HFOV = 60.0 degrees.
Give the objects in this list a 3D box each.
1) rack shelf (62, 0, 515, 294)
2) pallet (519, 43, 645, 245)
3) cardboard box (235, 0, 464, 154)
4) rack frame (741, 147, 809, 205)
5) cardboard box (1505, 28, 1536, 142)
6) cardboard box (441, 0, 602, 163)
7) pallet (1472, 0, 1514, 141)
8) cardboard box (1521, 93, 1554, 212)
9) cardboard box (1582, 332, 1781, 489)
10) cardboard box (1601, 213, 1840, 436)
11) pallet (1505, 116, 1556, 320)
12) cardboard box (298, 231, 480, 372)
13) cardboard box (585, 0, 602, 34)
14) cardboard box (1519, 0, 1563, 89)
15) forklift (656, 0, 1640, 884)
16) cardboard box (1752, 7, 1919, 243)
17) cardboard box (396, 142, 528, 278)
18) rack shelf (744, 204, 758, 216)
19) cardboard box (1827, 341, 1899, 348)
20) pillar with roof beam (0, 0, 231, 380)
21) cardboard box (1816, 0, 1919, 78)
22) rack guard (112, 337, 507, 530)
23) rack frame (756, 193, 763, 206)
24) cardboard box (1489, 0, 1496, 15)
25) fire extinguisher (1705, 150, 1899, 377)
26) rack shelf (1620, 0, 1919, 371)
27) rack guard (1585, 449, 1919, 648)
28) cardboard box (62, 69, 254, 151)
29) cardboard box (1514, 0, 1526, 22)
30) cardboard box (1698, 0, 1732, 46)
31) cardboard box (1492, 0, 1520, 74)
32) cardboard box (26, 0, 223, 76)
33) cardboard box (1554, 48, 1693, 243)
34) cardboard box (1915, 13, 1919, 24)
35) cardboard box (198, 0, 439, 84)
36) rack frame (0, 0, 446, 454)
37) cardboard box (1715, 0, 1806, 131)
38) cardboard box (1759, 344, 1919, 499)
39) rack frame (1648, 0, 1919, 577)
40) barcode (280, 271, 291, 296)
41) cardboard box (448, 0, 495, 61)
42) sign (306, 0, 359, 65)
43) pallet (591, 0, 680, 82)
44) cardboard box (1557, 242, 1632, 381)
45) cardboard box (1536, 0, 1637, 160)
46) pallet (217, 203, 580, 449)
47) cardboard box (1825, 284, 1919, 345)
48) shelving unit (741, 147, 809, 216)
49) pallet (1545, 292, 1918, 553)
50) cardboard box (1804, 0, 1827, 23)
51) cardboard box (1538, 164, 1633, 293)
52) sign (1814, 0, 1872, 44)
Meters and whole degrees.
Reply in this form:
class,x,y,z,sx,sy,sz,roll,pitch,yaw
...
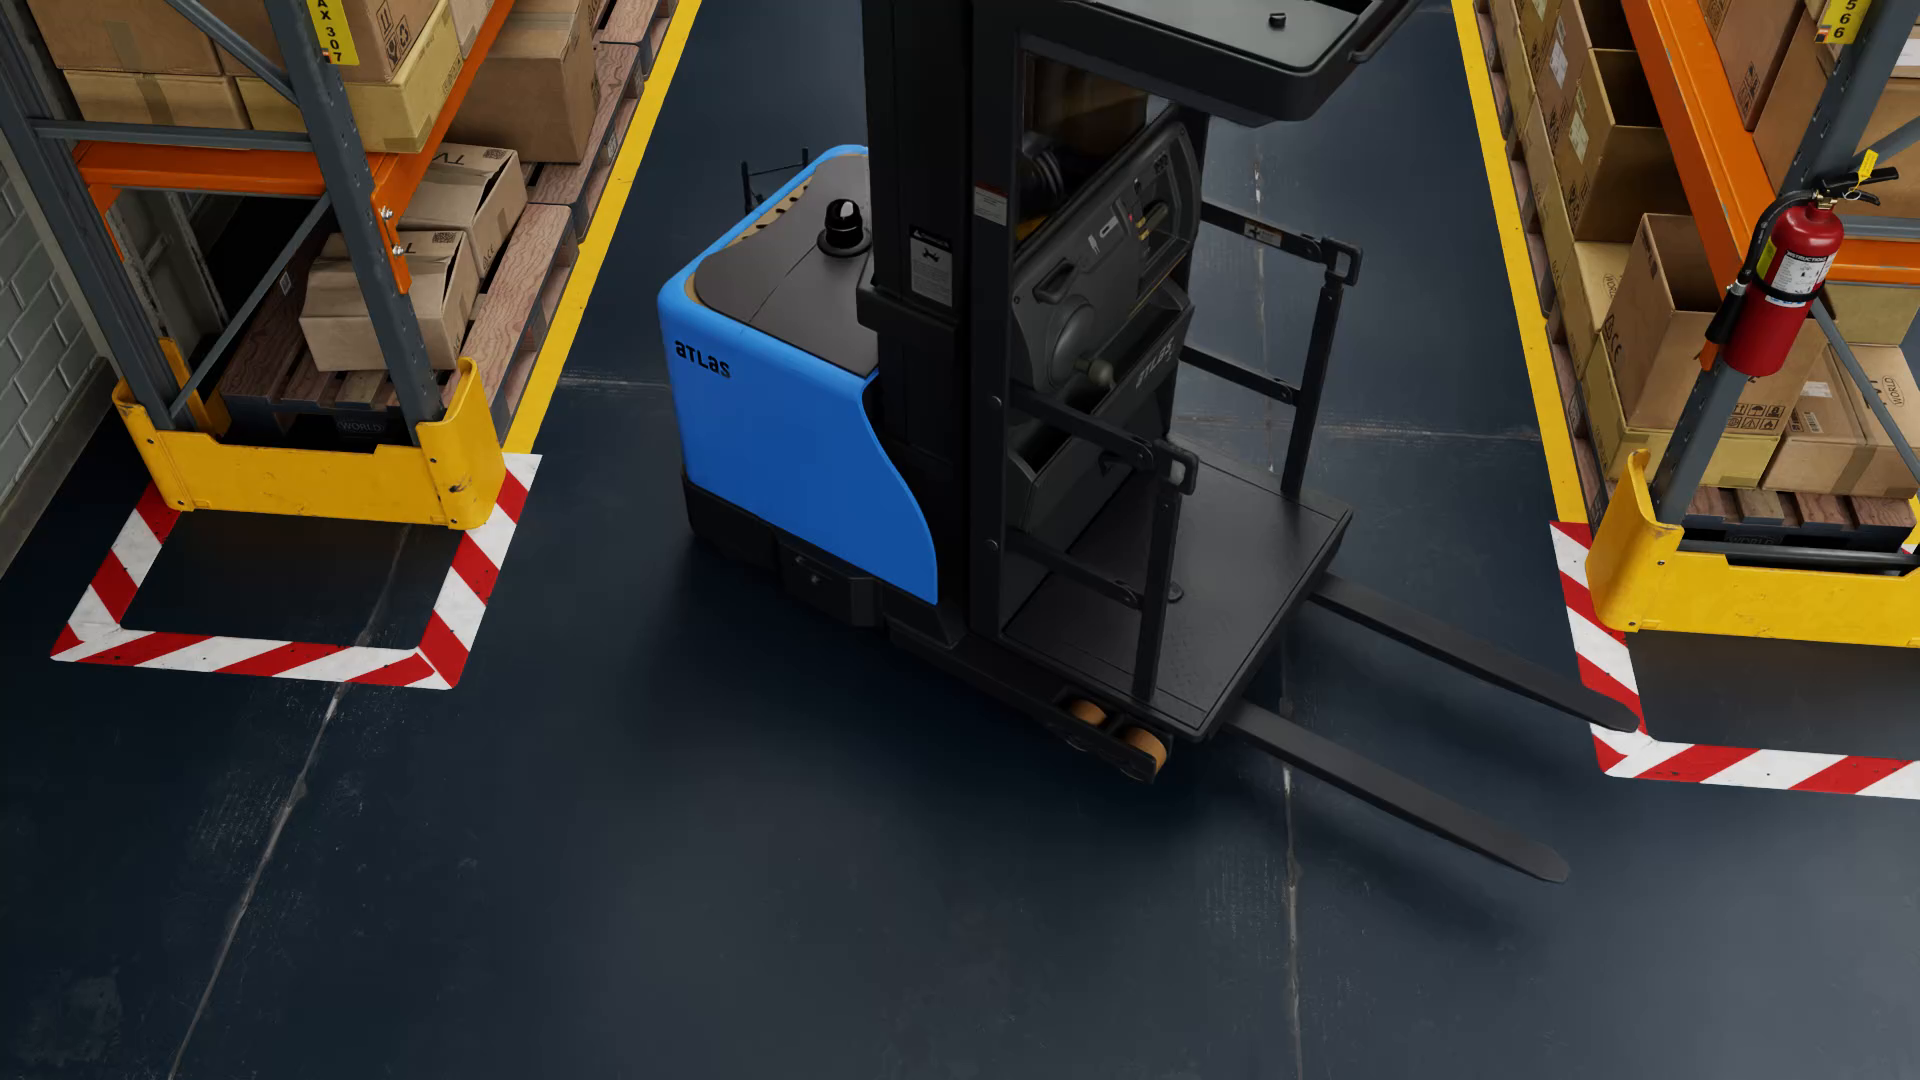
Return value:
class,x,y,z,sx,sy,sz,roll,pitch,yaw
rack shelf,-2.046,-2.381,6.382,1.077,0.370,4.000,4,48,4
pallet,-1.998,-1.757,7.214,1.003,0.211,1.213,4,48,4
cardboard box,-1.868,-1.447,5.129,0.500,0.250,0.500,3,48,2
rack frame,-0.641,-1.028,6.080,0.240,0.900,0.006,-15,49,-13
cardboard box,2.624,-1.922,7.054,0.500,0.250,0.500,4,48,4
cardboard box,-1.907,-1.916,6.865,0.700,0.500,0.500,1,48,1
pallet,2.955,-2.240,7.656,1.003,0.211,1.213,4,48,4
cardboard box,2.585,-1.554,6.717,0.500,0.250,0.500,4,48,4
cardboard box,2.460,-0.451,5.709,0.500,0.250,0.500,4,48,4
cardboard box,2.458,-0.704,5.432,0.500,0.500,0.500,4,48,4
pallet,2.847,-1.341,6.833,1.003,0.211,1.213,4,48,4
cardboard box,-2.076,-0.897,6.062,0.500,0.311,0.500,-1,48,-1
cardboard box,-1.919,-2.633,7.521,0.500,0.500,0.500,1,48,1
cardboard box,2.625,-2.175,6.777,0.500,0.500,0.500,4,48,4
forklift,0.582,-0.709,4.412,3.031,2.935,1.130,26,53,22
cardboard box,2.760,-1.199,4.746,0.700,0.500,0.500,4,48,4
cardboard box,-2.024,-1.316,6.445,0.500,0.311,0.500,7,48,7
rack shelf,-0.607,-1.117,5.841,0.258,0.077,0.200,-15,49,-13
cardboard box,3.017,-0.784,6.013,0.500,0.250,0.500,4,48,4
pillar with roof beam,1.261,-3.462,2.818,9.100,9.000,0.400,4,48,4
cardboard box,2.550,-1.370,4.463,0.380,0.149,0.250,3,48,3
rack guard,-2.221,-0.366,5.746,1.175,0.500,0.348,4,48,4
rack frame,-0.571,-0.887,5.951,0.240,0.900,0.006,-15,49,-13
cardboard box,2.725,-2.656,7.725,0.500,0.250,0.500,4,48,4
fire extinguisher,2.232,-0.742,4.448,0.296,0.674,0.183,4,48,4
rack shelf,2.887,-2.050,6.080,1.077,0.370,4.000,4,48,4
rack guard,2.703,0.038,5.377,1.175,0.500,0.348,4,48,4
cardboard box,-2.379,-1.466,5.147,0.500,0.250,0.500,4,48,4
cardboard box,2.678,-2.542,7.113,0.500,0.500,0.500,4,48,4
cardboard box,2.854,-1.950,5.433,0.700,0.500,0.500,4,48,4
cardboard box,2.675,-2.289,7.390,0.500,0.250,0.500,4,48,4
cardboard box,-2.397,-1.724,4.874,0.500,0.500,0.500,3,48,3
cardboard box,2.534,-1.440,6.105,0.500,0.500,0.500,4,48,4
cardboard box,2.765,-1.676,4.303,0.700,0.500,0.500,4,48,4
cardboard box,-1.885,-1.694,4.846,0.500,0.500,0.500,4,48,4
rack frame,-2.228,-1.154,4.772,1.000,3.000,0.127,4,48,4
cardboard box,2.803,-1.586,5.100,0.700,0.500,0.500,5,48,5
cardboard box,2.976,-0.416,5.677,0.500,0.250,0.500,4,48,4
rack frame,2.705,-0.823,4.470,1.000,3.000,0.127,4,48,4
barcode,-2.472,-0.940,6.095,0.001,0.075,0.075,4,48,4
cardboard box,-1.835,-1.830,5.479,0.500,0.250,0.500,3,48,2
sign,-1.688,-1.410,4.420,0.100,0.325,0.005,4,48,4
pallet,-1.890,-2.656,8.036,1.003,0.211,1.213,4,48,4
cardboard box,2.493,-0.819,6.045,0.500,0.250,0.500,4,48,4
cardboard box,2.581,-1.807,6.441,0.500,0.500,0.500,4,48,4
pallet,-2.112,-0.863,6.396,1.003,0.211,1.213,4,48,4
cardboard box,3.019,-1.037,5.736,0.500,0.500,0.500,4,48,4
shelving unit,-0.606,-0.958,6.015,0.258,0.900,0.210,-15,49,-13
pallet,2.733,-0.447,6.016,1.003,0.211,1.213,4,48,4
cardboard box,2.573,-1.562,4.639,0.380,0.149,0.250,5,48,5
cardboard box,2.537,-1.187,6.381,0.500,0.250,0.500,4,48,4
sign,2.166,-1.341,3.998,0.100,0.325,0.005,4,48,4
